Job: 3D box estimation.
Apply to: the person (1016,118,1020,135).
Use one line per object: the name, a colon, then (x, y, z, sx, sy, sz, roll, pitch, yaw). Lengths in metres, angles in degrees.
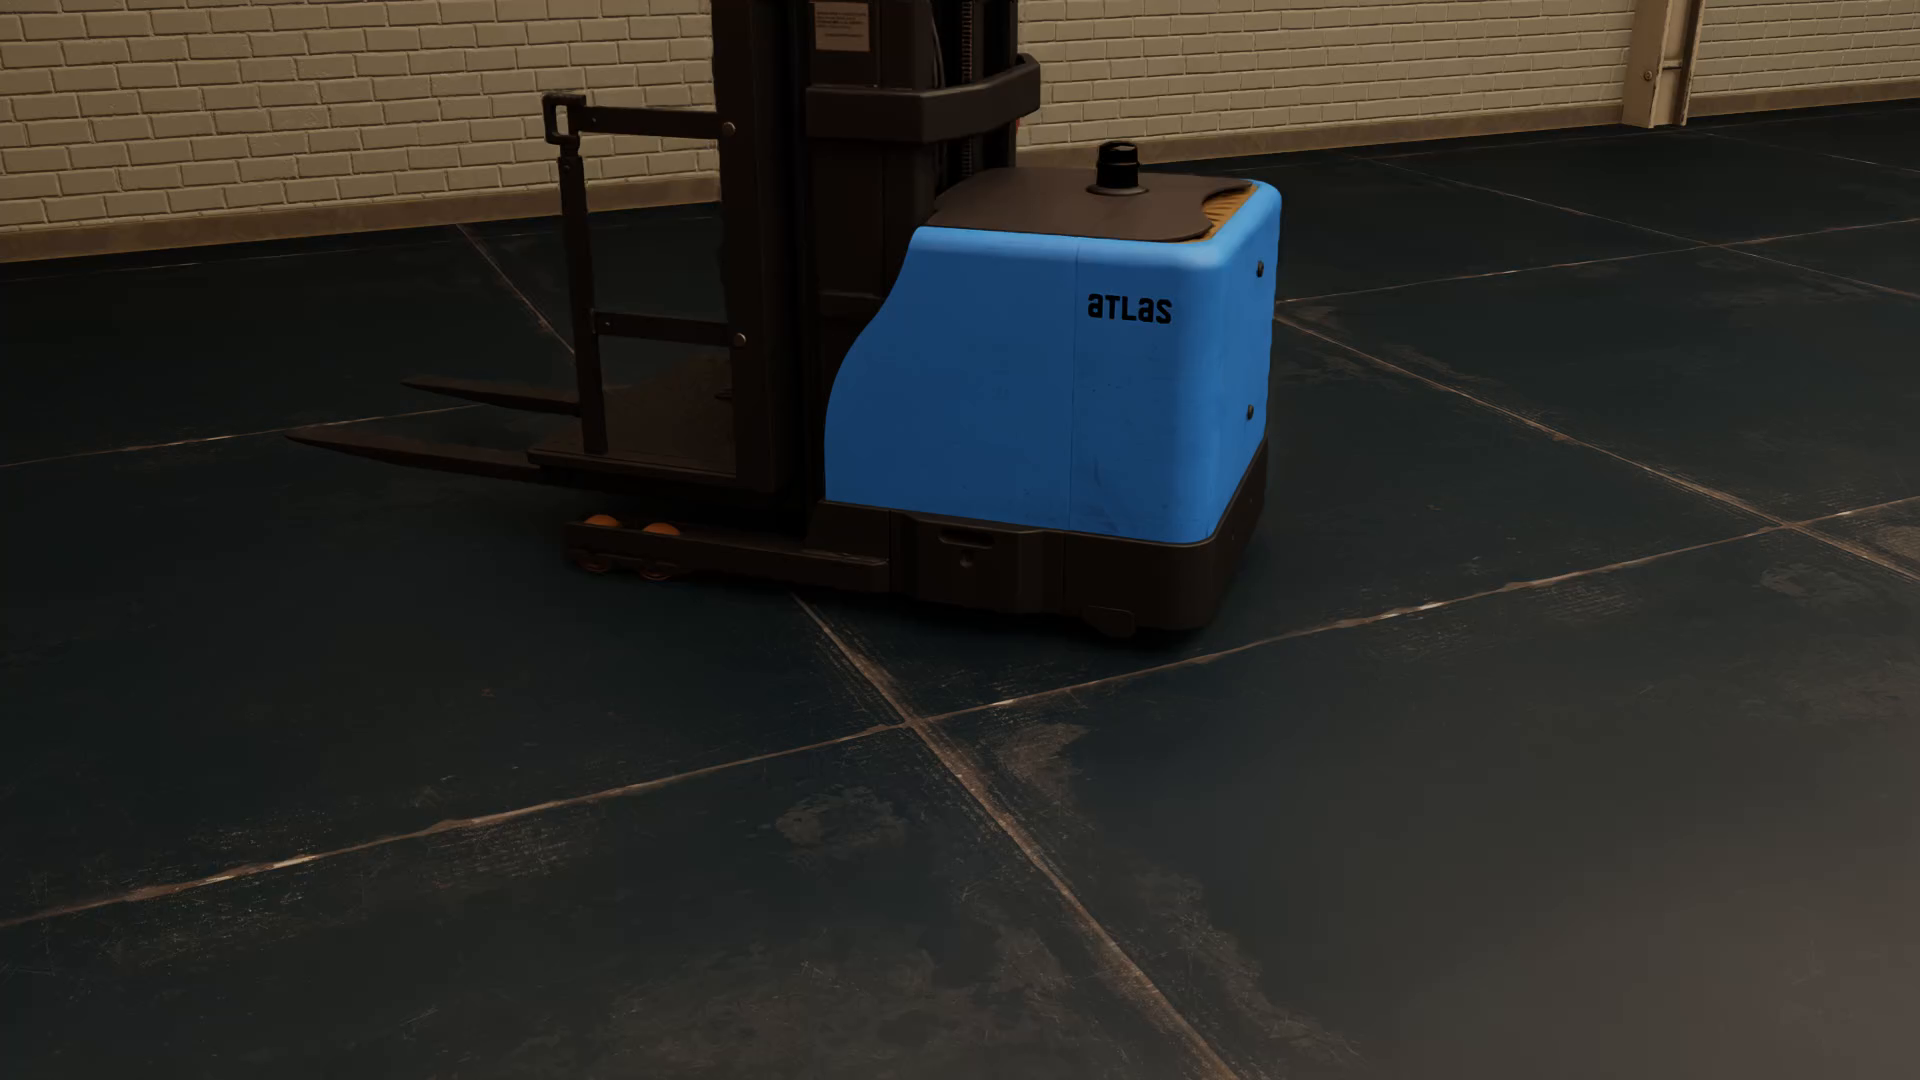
person: (-0.149, -2.255, 8.363, 0.911, 1.708, 0.503, 3, 23, 7)

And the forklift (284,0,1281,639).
forklift: (-0.633, -1.417, 4.697, 3.031, 2.935, 1.130, 7, 24, 17)
